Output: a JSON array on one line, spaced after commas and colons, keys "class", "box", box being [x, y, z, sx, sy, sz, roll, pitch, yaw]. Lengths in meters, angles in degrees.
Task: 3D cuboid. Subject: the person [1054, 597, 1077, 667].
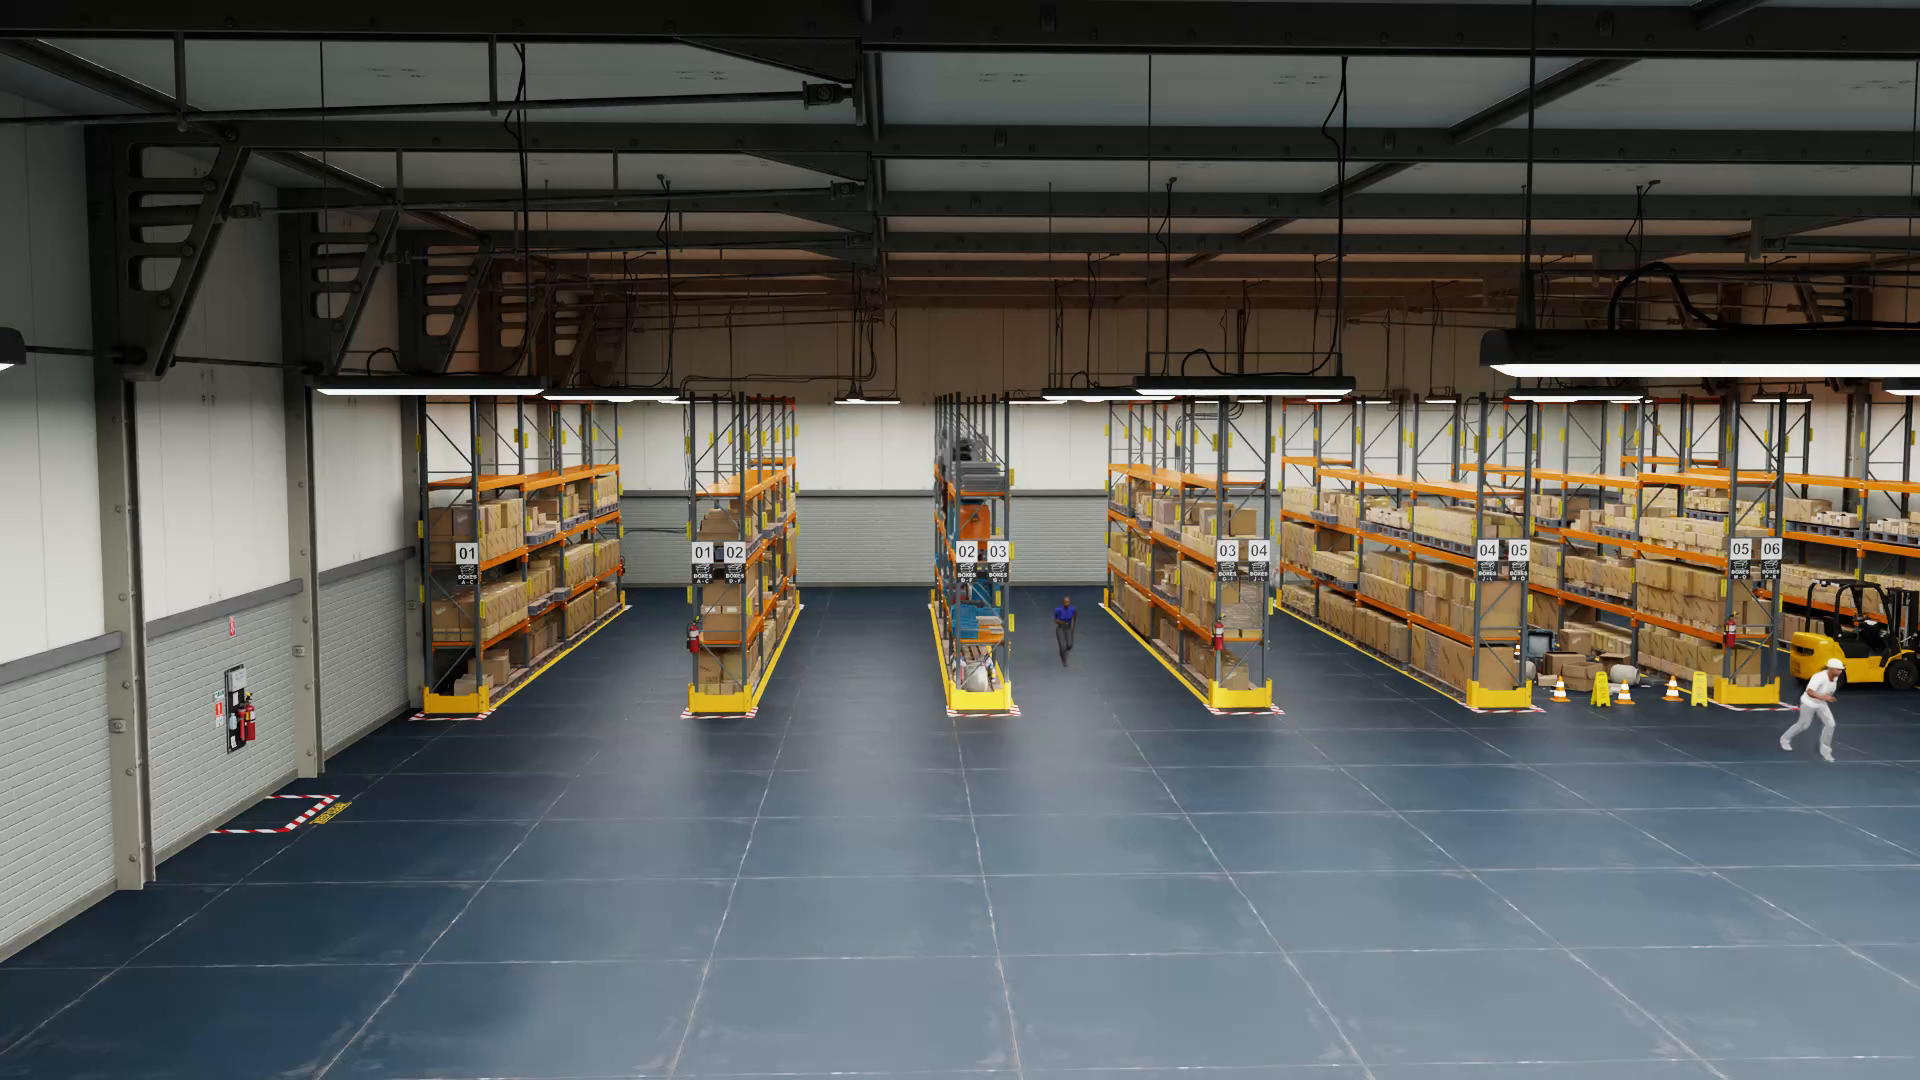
[{"class": "person", "box": [2.328, 2.020, 36.569, 0.561, 1.580, 0.671, -1, 5, -6]}]

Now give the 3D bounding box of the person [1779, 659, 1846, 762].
[{"class": "person", "box": [13.917, 2.742, 27.145, 0.747, 1.717, 1.044, -3, 5, -32]}]

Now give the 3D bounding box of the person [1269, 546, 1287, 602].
[{"class": "person", "box": [9.365, 0.964, 48.672, 0.579, 1.739, 0.694, -2, 5, -19]}]
